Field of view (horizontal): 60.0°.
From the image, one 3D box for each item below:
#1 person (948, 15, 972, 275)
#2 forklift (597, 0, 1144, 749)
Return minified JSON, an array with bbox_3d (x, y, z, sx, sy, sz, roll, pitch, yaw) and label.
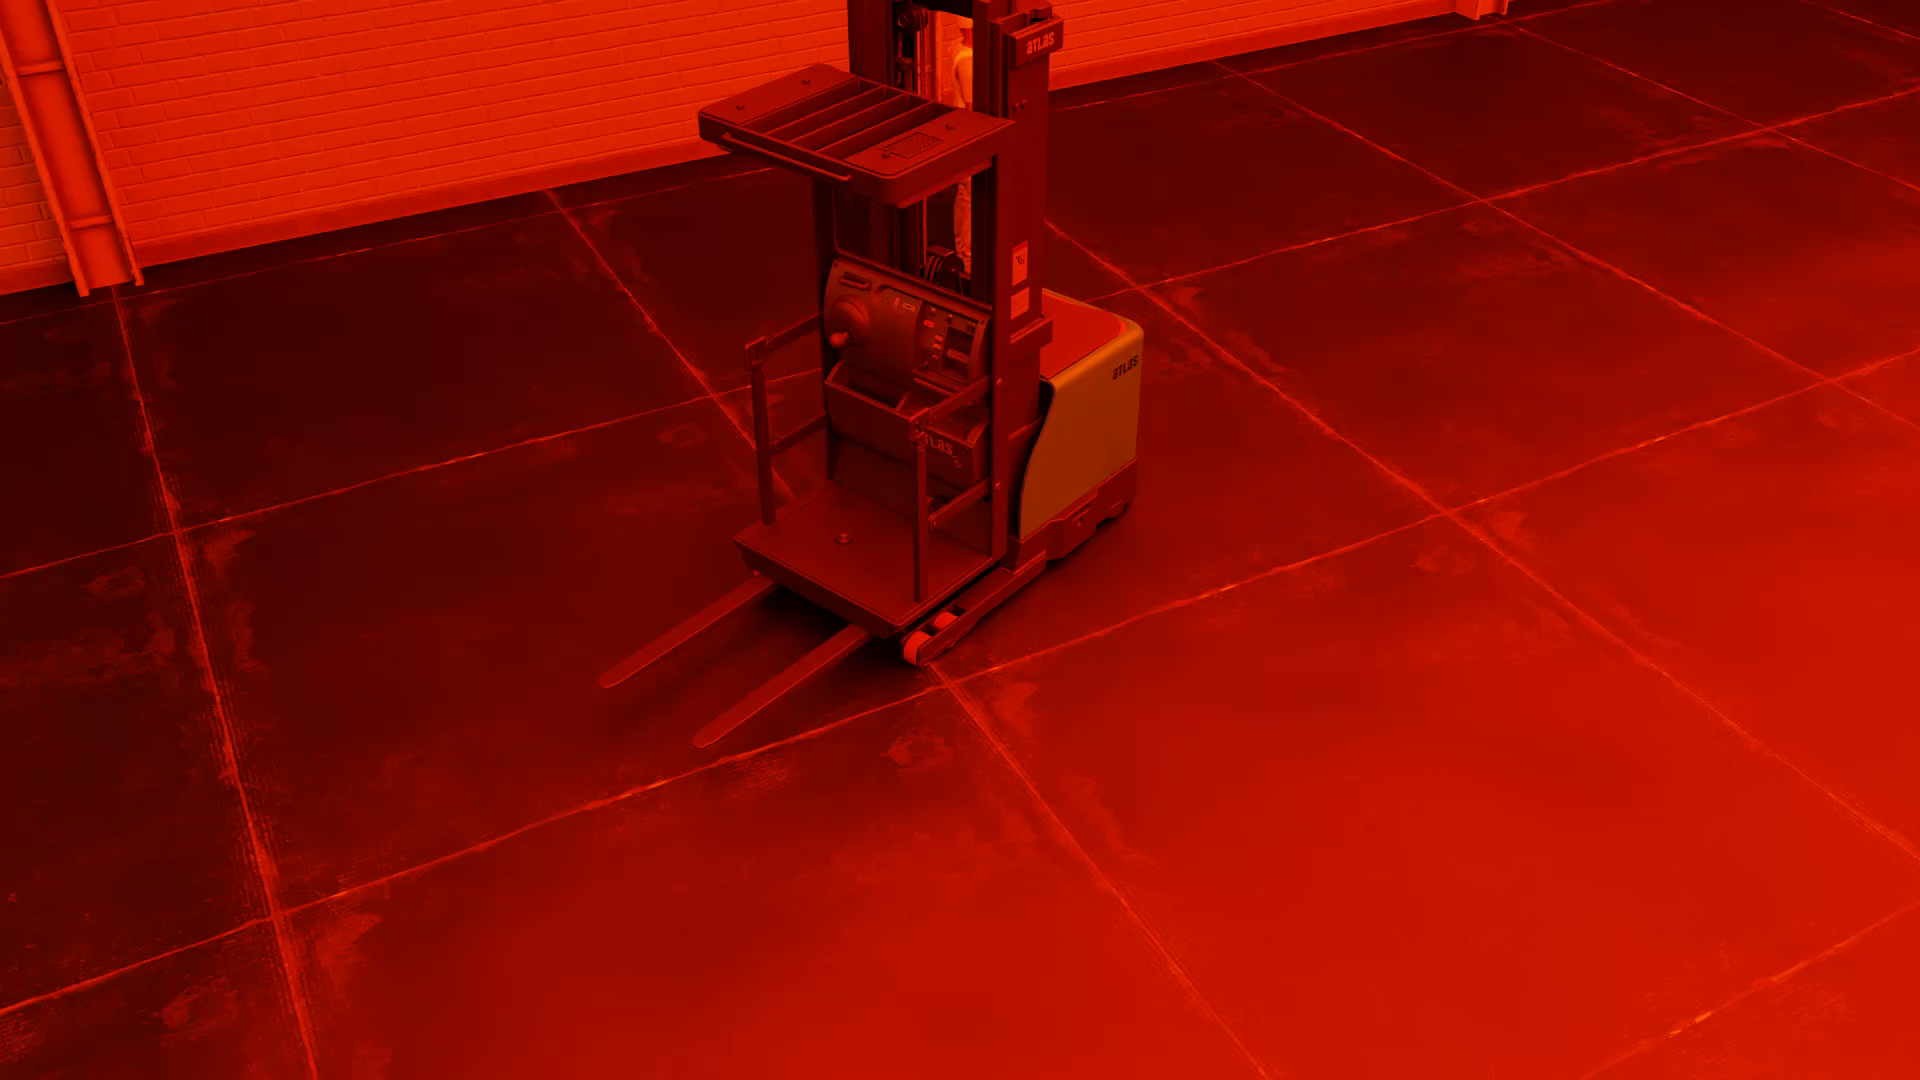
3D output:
[{"bbox_3d":[0.116,-2.633,10.841,0.386,1.790,0.536,-4,35,-6],"label":"person"},{"bbox_3d":[-0.390,-0.927,7.434,1.130,2.935,3.031,26,43,31],"label":"forklift"}]
